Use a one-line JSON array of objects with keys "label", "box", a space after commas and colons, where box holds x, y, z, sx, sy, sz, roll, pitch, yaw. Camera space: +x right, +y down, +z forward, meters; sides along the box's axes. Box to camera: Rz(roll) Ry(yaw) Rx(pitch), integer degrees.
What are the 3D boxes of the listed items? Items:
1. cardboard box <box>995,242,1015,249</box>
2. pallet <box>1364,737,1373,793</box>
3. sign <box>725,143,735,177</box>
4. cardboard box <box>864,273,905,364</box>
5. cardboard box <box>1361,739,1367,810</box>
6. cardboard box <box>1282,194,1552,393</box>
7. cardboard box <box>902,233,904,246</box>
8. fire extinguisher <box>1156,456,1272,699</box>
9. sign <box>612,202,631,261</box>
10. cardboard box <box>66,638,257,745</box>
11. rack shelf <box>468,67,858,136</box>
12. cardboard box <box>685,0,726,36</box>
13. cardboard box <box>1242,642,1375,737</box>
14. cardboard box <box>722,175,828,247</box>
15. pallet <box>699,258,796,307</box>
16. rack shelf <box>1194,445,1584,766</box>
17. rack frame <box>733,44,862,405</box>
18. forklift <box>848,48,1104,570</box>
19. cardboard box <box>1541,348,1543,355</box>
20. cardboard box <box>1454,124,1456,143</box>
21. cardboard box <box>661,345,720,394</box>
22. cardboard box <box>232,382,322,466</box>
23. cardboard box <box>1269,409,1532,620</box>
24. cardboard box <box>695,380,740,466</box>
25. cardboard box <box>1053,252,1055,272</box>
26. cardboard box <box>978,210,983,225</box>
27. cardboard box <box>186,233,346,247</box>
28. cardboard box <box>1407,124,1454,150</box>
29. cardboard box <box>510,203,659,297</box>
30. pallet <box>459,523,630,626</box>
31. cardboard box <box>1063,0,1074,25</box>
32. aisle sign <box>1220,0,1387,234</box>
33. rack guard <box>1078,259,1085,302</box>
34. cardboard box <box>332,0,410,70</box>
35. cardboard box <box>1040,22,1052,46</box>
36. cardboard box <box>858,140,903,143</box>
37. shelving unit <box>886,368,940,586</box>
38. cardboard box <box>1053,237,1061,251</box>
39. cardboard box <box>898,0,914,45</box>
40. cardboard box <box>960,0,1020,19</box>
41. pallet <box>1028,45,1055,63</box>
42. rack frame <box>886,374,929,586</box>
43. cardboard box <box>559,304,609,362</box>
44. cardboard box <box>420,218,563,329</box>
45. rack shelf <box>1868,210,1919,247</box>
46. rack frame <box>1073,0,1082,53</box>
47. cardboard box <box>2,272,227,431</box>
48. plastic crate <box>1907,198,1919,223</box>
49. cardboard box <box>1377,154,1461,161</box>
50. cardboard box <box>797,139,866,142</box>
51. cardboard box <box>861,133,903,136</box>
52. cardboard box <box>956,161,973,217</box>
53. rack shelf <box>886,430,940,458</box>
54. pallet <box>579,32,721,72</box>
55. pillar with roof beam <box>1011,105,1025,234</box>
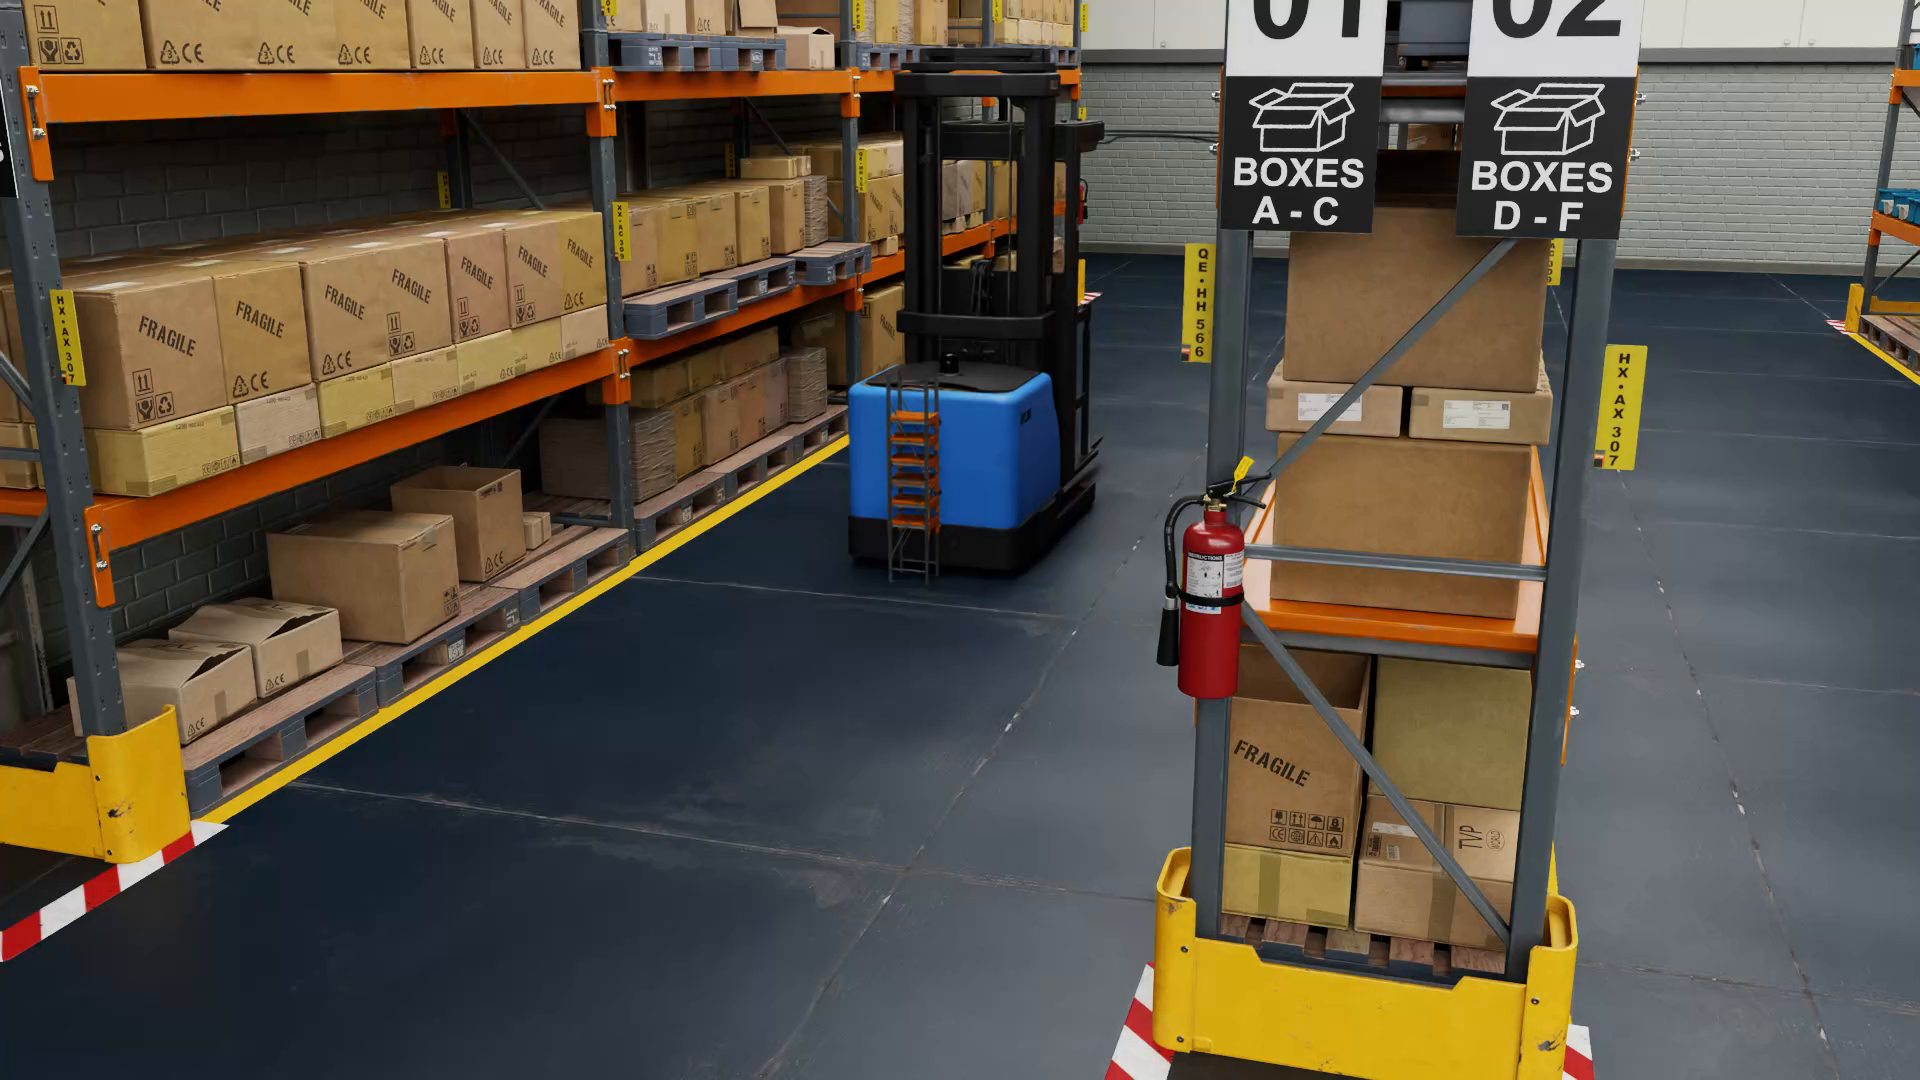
[{"label": "cardboard box", "box": [0.431, -3.406, 19.464, 0.380, 0.149, 0.250, 5, 17, 17]}, {"label": "pallet", "box": [1.706, 0.887, 6.814, 1.003, 0.211, 1.213, 5, 16, 16]}, {"label": "sign", "box": [-1.830, -3.008, 13.316, 0.100, 0.325, 0.005, 5, 16, 16]}, {"label": "cardboard box", "box": [-0.707, -1.988, 15.010, 0.750, 0.750, 0.750, 5, 16, 16]}, {"label": "cardboard box", "box": [1.180, 0.893, 5.953, 0.500, 0.250, 0.500, 5, 16, 16]}, {"label": "cardboard box", "box": [1.340, -0.740, 4.881, 0.700, 0.500, 0.500, 5, 16, 16]}, {"label": "cardboard box", "box": [-0.643, -2.705, 14.792, 0.380, 0.149, 0.250, 5, 17, 17]}, {"label": "fire extinguisher", "box": [0.701, 0.099, 4.624, 0.296, 0.674, 0.183, 5, 16, 16]}, {"label": "sign", "box": [-1.912, -1.739, 9.376, 0.100, 0.325, 0.005, 5, 16, 16]}, {"label": "cardboard box", "box": [-3.288, 0.592, 6.867, 0.500, 0.311, 0.500, 3, 16, 10]}, {"label": "rack shelf", "box": [-1.866, -2.983, 11.169, 1.077, 0.370, 4.000, 5, 16, 16]}, {"label": "cardboard box", "box": [-1.851, -3.515, 10.775, 0.500, 0.500, 0.500, 4, 16, 14]}, {"label": "cardboard box", "box": [1.317, 0.401, 6.313, 0.500, 0.500, 0.500, 5, 16, 16]}, {"label": "cardboard box", "box": [-1.421, -2.545, 12.815, 0.700, 0.500, 0.500, 3, 16, 9]}, {"label": "pallet", "box": [-1.820, -1.796, 11.514, 1.003, 0.211, 1.213, 5, 16, 16]}, {"label": "rack shelf", "box": [1.748, -0.110, 6.538, 1.077, 0.370, 4.000, 5, 16, 16]}, {"label": "rack frame", "box": [-1.297, -2.409, 13.325, 1.000, 3.000, 0.127, 5, 16, 16]}, {"label": "forklift", "box": [0.271, -1.600, 10.598, 1.130, 2.935, 3.031, 5, 17, 17]}, {"label": "cardboard box", "box": [1.716, -0.579, 5.502, 0.380, 0.149, 0.250, 4, 16, 15]}, {"label": "cardboard box", "box": [5.207, -4.415, 18.382, 0.500, 0.500, 0.500, 5, 17, 16]}, {"label": "cardboard box", "box": [-1.975, -1.178, 11.386, 0.500, 0.250, 0.500, 4, 16, 14]}, {"label": "cardboard box", "box": [-2.994, -0.493, 6.810, 0.500, 0.250, 0.500, 4, 16, 14]}, {"label": "cardboard box", "box": [1.325, -0.102, 5.009, 0.700, 0.500, 0.500, 5, 16, 16]}, {"label": "cardboard box", "box": [-1.958, -0.835, 11.550, 0.700, 0.500, 0.500, 5, 17, 17]}, {"label": "cardboard box", "box": [0.731, -3.180, 19.854, 0.700, 0.500, 0.500, 5, 16, 16]}, {"label": "cardboard box", "box": [0.015, -3.234, 16.657, 0.380, 0.149, 0.250, 5, 17, 16]}, {"label": "cardboard box", "box": [-3.202, -1.152, 7.759, 0.500, 0.500, 0.500, 5, 17, 17]}, {"label": "cardboard box", "box": [4.486, -3.754, 16.051, 0.500, 0.500, 0.500, 5, 17, 16]}, {"label": "cardboard box", "box": [-2.257, -1.753, 10.022, 0.700, 0.500, 0.500, 5, 16, 16]}, {"label": "pallet", "box": [-2.591, 0.158, 9.387, 1.003, 0.211, 1.213, 5, 16, 16]}, {"label": "cardboard box", "box": [1.030, -6.271, 19.393, 0.500, 0.500, 0.500, 5, 16, 16]}, {"label": "aisle sign", "box": [0.880, -1.189, 4.260, 0.394, 0.787, 0.004, 5, 16, 16]}, {"label": "rack guard", "box": [0.983, -3.306, 21.068, 1.175, 0.500, 0.348, 5, 16, 16]}, {"label": "cardboard box", "box": [-2.774, -2.301, 7.226, 0.500, 0.500, 0.500, 6, 17, 19]}, {"label": "cardboard box", "box": [0.733, -5.638, 18.535, 0.500, 0.250, 0.500, 4, 16, 14]}, {"label": "cardboard box", "box": [-0.631, -3.341, 14.472, 0.500, 0.250, 0.500, 5, 17, 16]}, {"label": "shelving unit", "box": [-0.263, -0.351, 9.368, 0.258, 1.200, 0.189, 5, 17, 17]}, {"label": "cardboard box", "box": [1.011, -3.575, 20.058, 0.380, 0.149, 0.250, 4, 16, 15]}, {"label": "cardboard box", "box": [-0.816, -4.660, 14.775, 0.700, 0.500, 0.500, 5, 16, 16]}, {"label": "cardboard box", "box": [0.311, -5.602, 17.034, 0.500, 0.500, 0.500, 4, 16, 15]}, {"label": "pallet", "box": [0.431, -5.387, 18.491, 1.003, 0.211, 1.213, 5, 16, 16]}, {"label": "rack frame", "box": [-0.290, -0.327, 9.284, 0.240, 1.200, 0.006, 5, 17, 17]}, {"label": "cardboard box", "box": [-2.278, -1.152, 9.134, 0.500, 0.250, 0.500, 5, 16, 16]}, {"label": "cardboard box", "box": [-2.408, -1.382, 8.569, 0.500, 0.500, 0.500, 5, 16, 16]}, {"label": "rack shelf", "box": [9.906, -2.864, 16.249, 1.077, 0.370, 4.000, 5, 16, 16]}, {"label": "rack frame", "box": [0.976, -7.388, 19.886, 1.000, 3.000, 0.127, 5, 16, 16]}, {"label": "cardboard box", "box": [-3.147, -0.716, 6.220, 0.500, 0.500, 0.500, 5, 16, 16]}, {"label": "plastic crate", "box": [9.715, -3.298, 16.658, 0.416, 0.233, 0.300, 5, 16, 16]}, {"label": "cardboard box", "box": [2.054, -1.403, 7.217, 0.700, 0.500, 0.500, 5, 16, 16]}, {"label": "cardboard box", "box": [-1.117, -3.378, 14.604, 0.500, 0.250, 0.500, 4, 16, 14]}, {"label": "cardboard box", "box": [-0.683, -3.779, 16.018, 0.500, 0.250, 0.500, 5, 17, 17]}, {"label": "cardboard box", "box": [-0.185, -3.382, 15.990, 0.500, 0.500, 0.500, 5, 17, 16]}, {"label": "rack shelf", "box": [-0.263, -0.539, 9.314, 0.258, 0.103, 0.180, 5, 17, 17]}, {"label": "pallet", "box": [-2.156, -2.868, 9.792, 1.213, 0.211, 1.003, 5, 16, 16]}, {"label": "pillar with roof beam", "box": [5.042, -7.828, 21.436, 9.100, 9.000, 0.400, 5, 16, 16]}]
